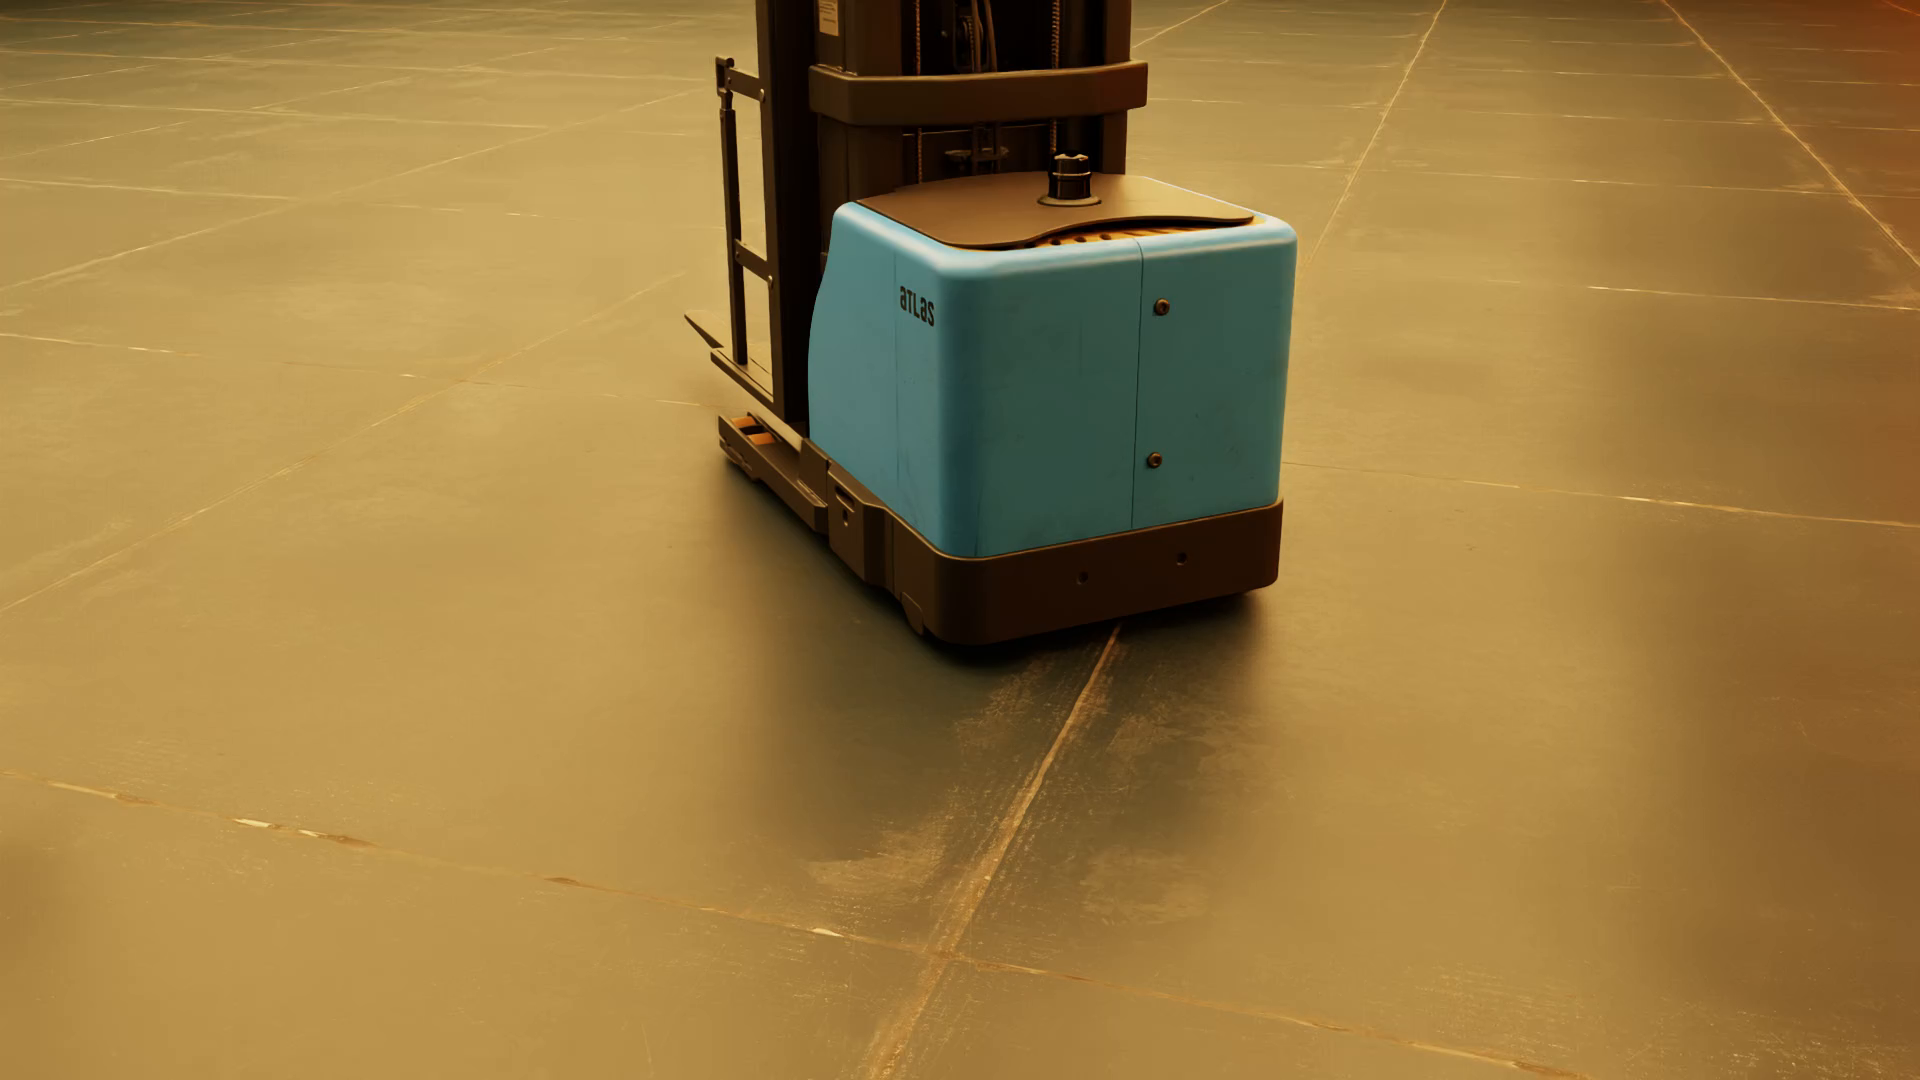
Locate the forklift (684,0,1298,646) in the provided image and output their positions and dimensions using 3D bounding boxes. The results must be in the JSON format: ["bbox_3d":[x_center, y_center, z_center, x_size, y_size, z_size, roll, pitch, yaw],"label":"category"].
[{"bbox_3d":[-0.183,-1.611,5.182,1.130,2.935,3.031,-10,24,-23],"label":"forklift"}]
